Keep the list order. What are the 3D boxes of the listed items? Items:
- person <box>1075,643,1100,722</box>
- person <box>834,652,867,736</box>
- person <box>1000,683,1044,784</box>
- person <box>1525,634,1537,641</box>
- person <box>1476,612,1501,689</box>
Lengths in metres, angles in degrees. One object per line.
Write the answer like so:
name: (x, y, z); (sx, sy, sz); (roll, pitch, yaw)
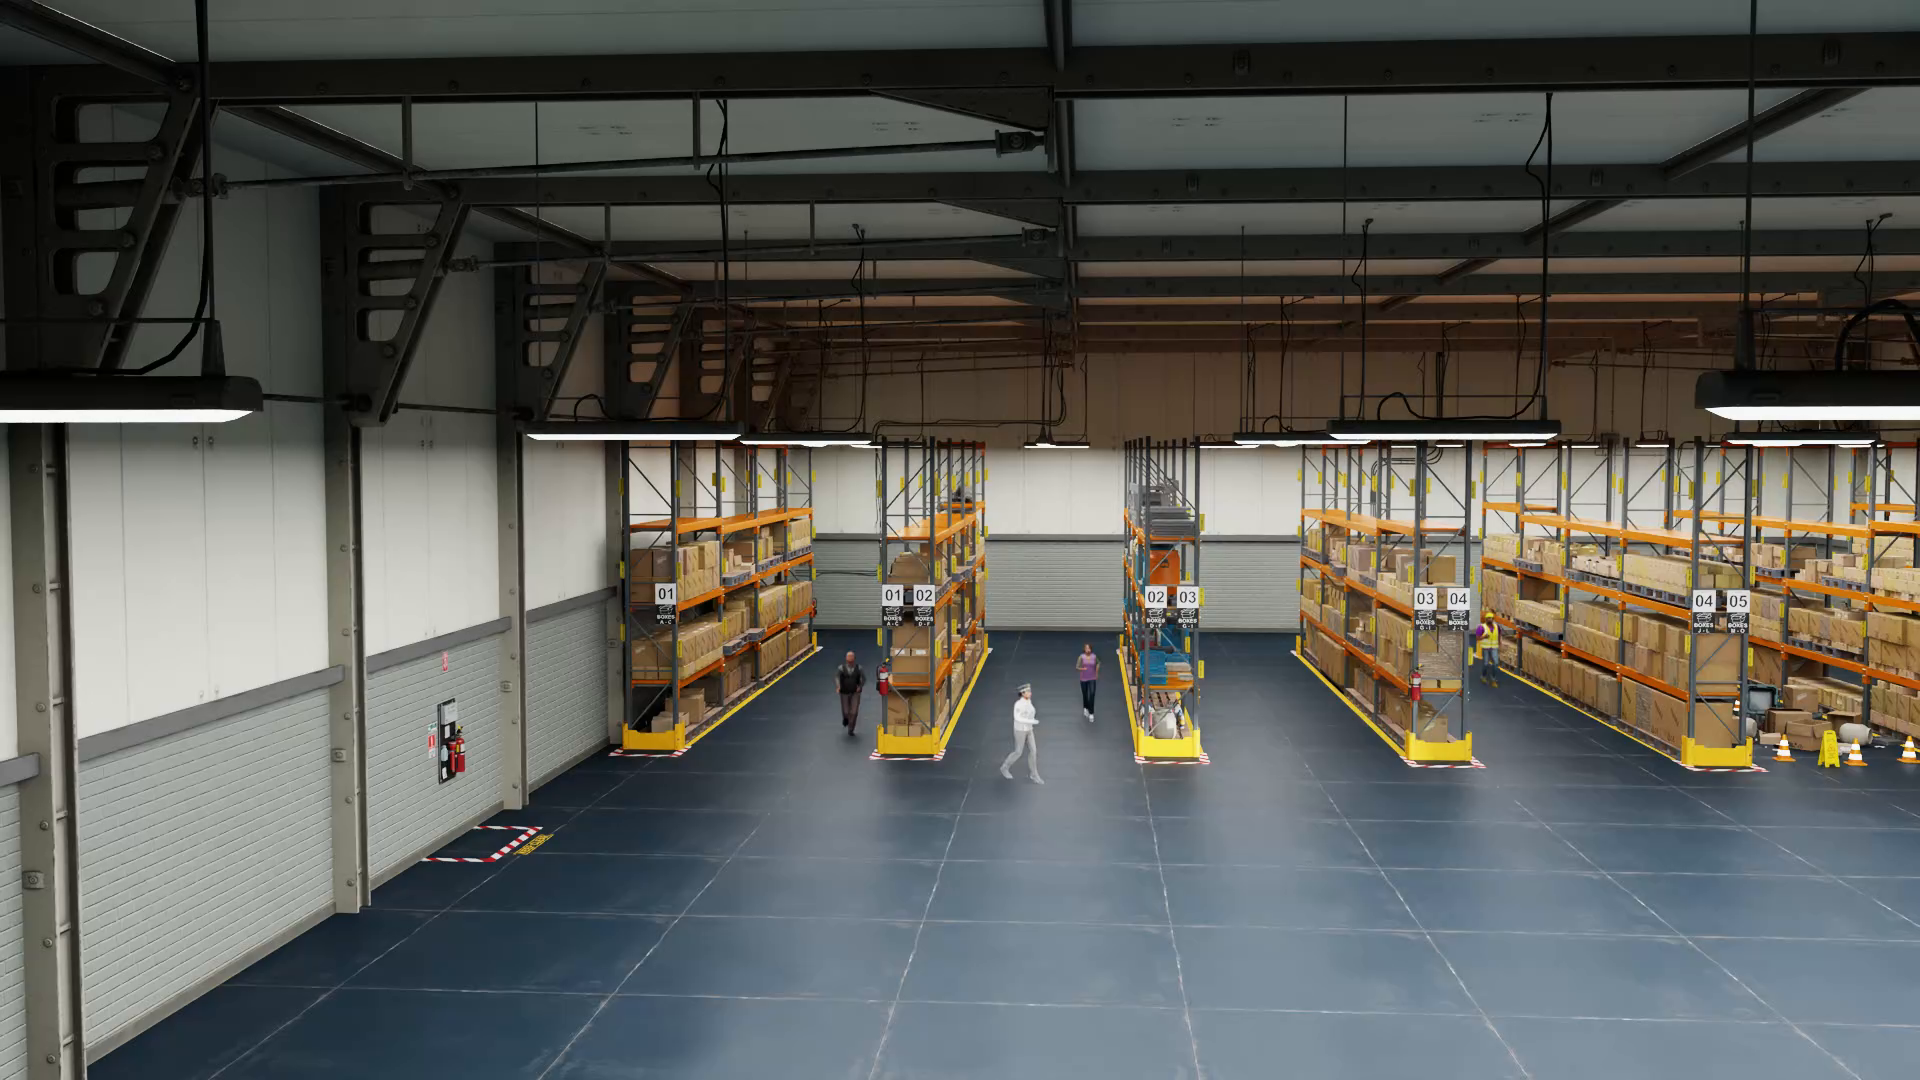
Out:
person: (2.724, 3.009, 35.446); (0.531, 1.621, 0.792); (0, 3, 3)
person: (-2.212, 3.093, 33.583); (0.659, 1.679, 0.586); (0, 3, -6)
person: (1.079, 3.336, 28.790); (0.806, 1.737, 0.629); (2, 4, 32)
person: (16.135, 2.366, 47.413); (0.808, 1.733, 0.548); (0, 3, 7)
person: (12.872, 2.670, 40.437); (0.677, 1.823, 0.737); (0, 3, 2)
